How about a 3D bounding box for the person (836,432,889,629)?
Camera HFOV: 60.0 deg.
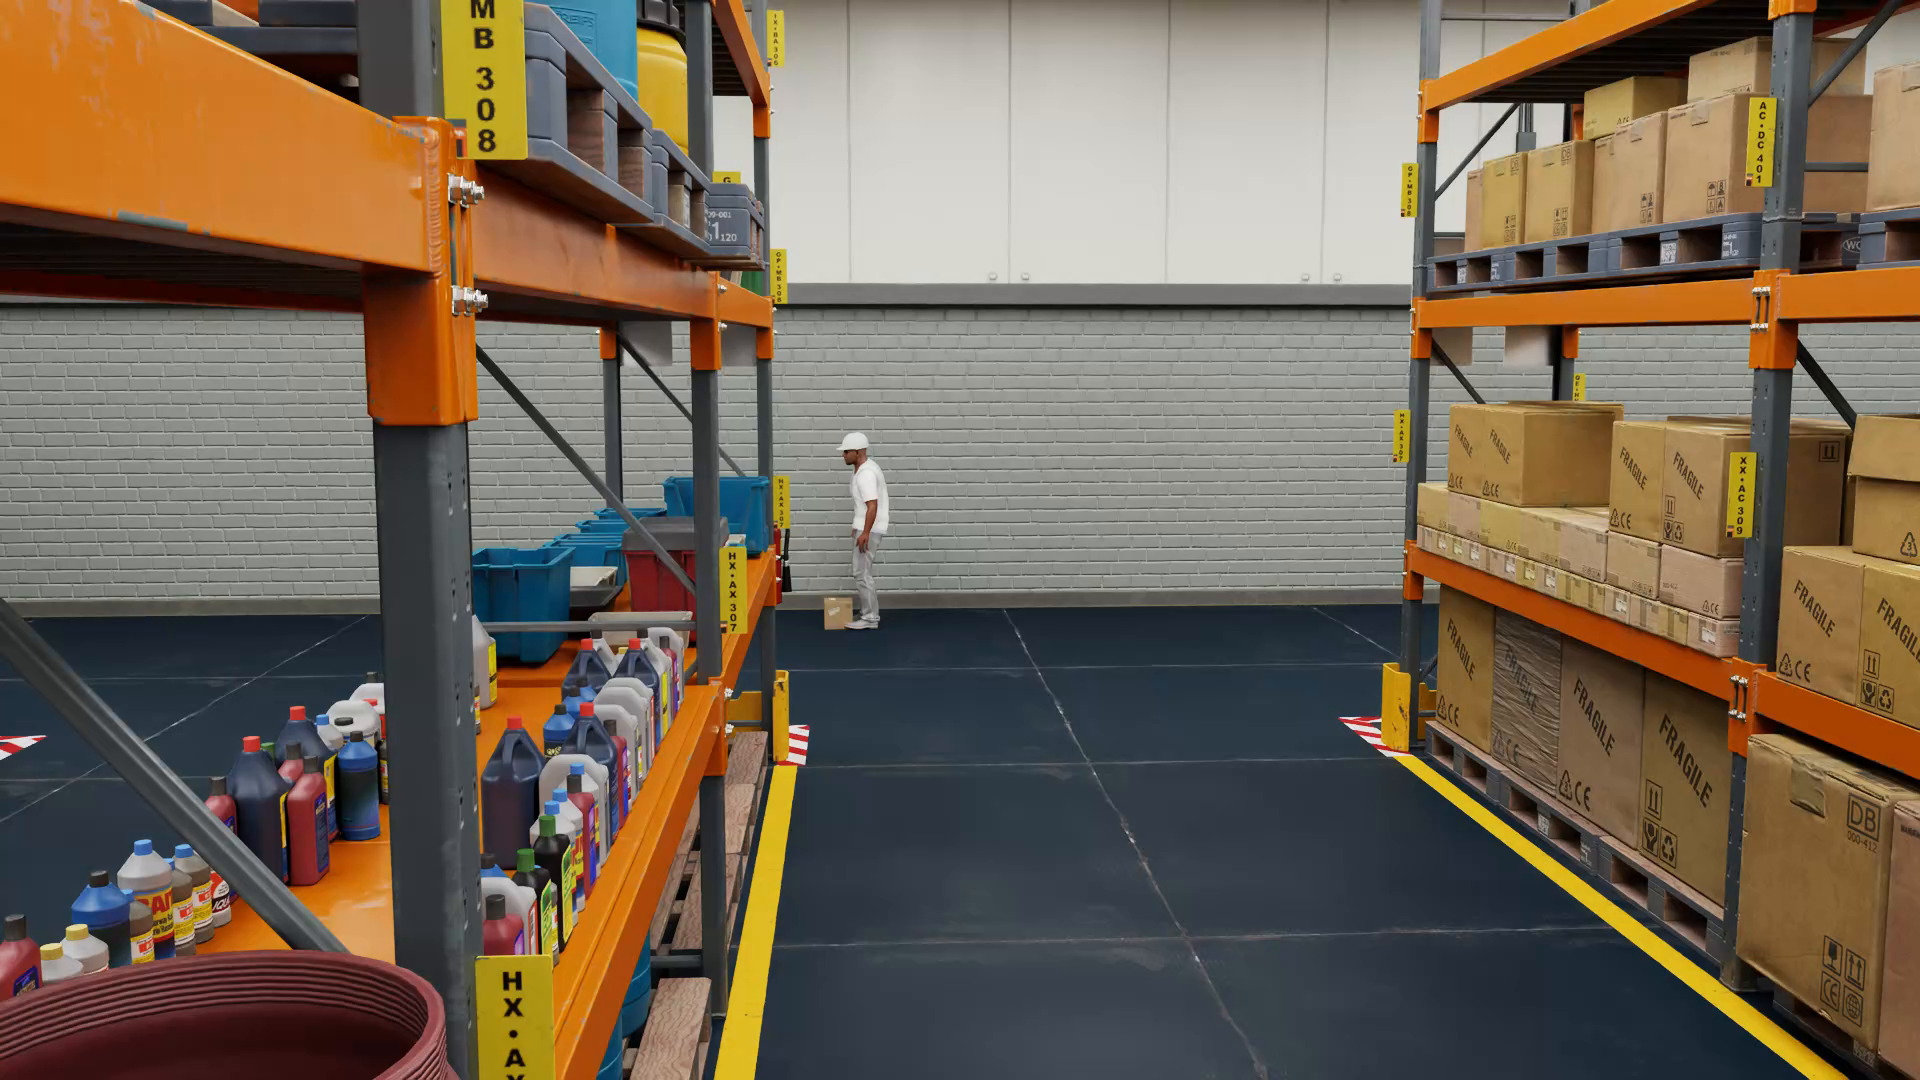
[{"bbox_3d":[-0.871,-0.086,14.908,0.462,1.755,0.632,-1,7,-7],"label":"person"}]
